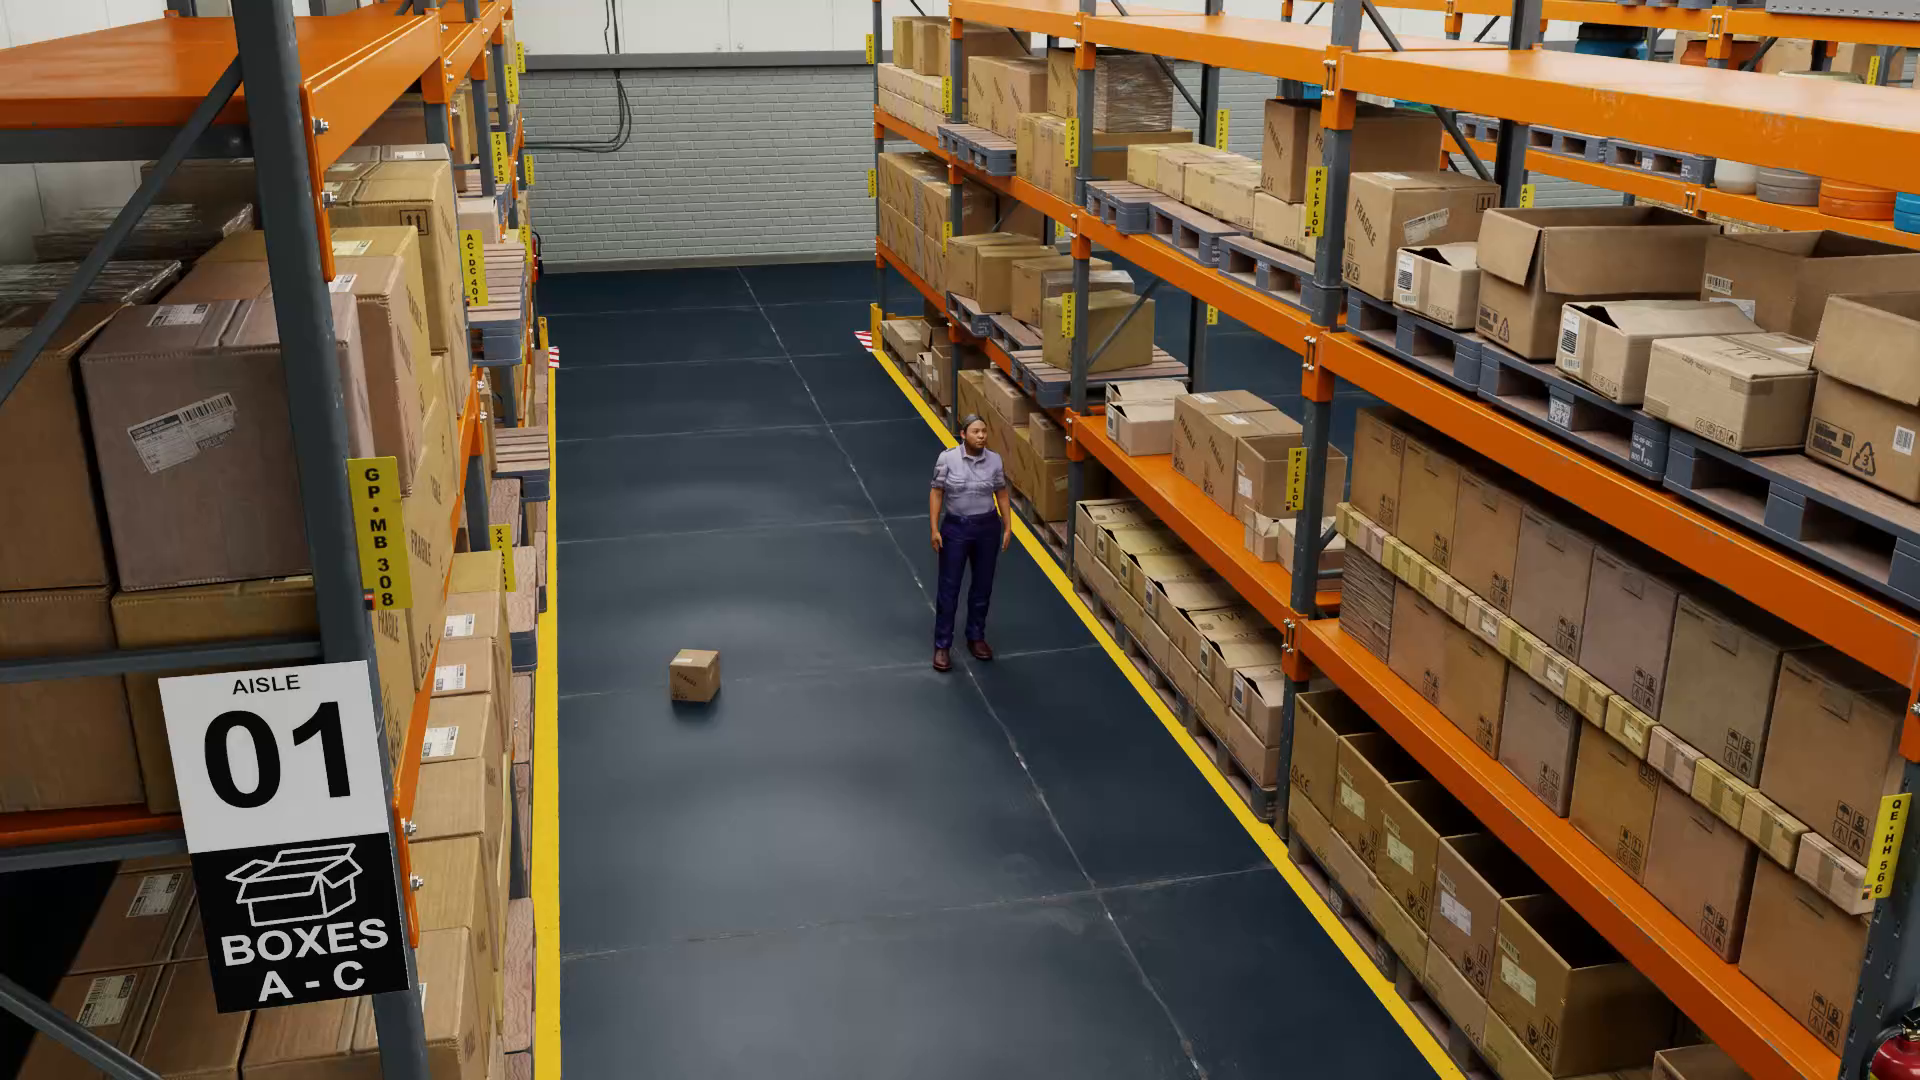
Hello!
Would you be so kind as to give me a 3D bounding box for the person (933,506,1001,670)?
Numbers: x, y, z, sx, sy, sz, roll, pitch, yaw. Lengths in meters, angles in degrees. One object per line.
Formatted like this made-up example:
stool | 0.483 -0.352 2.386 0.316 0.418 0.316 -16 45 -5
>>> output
person | 0.038 0.293 11.166 0.525 1.029 0.500 -5 20 -13
